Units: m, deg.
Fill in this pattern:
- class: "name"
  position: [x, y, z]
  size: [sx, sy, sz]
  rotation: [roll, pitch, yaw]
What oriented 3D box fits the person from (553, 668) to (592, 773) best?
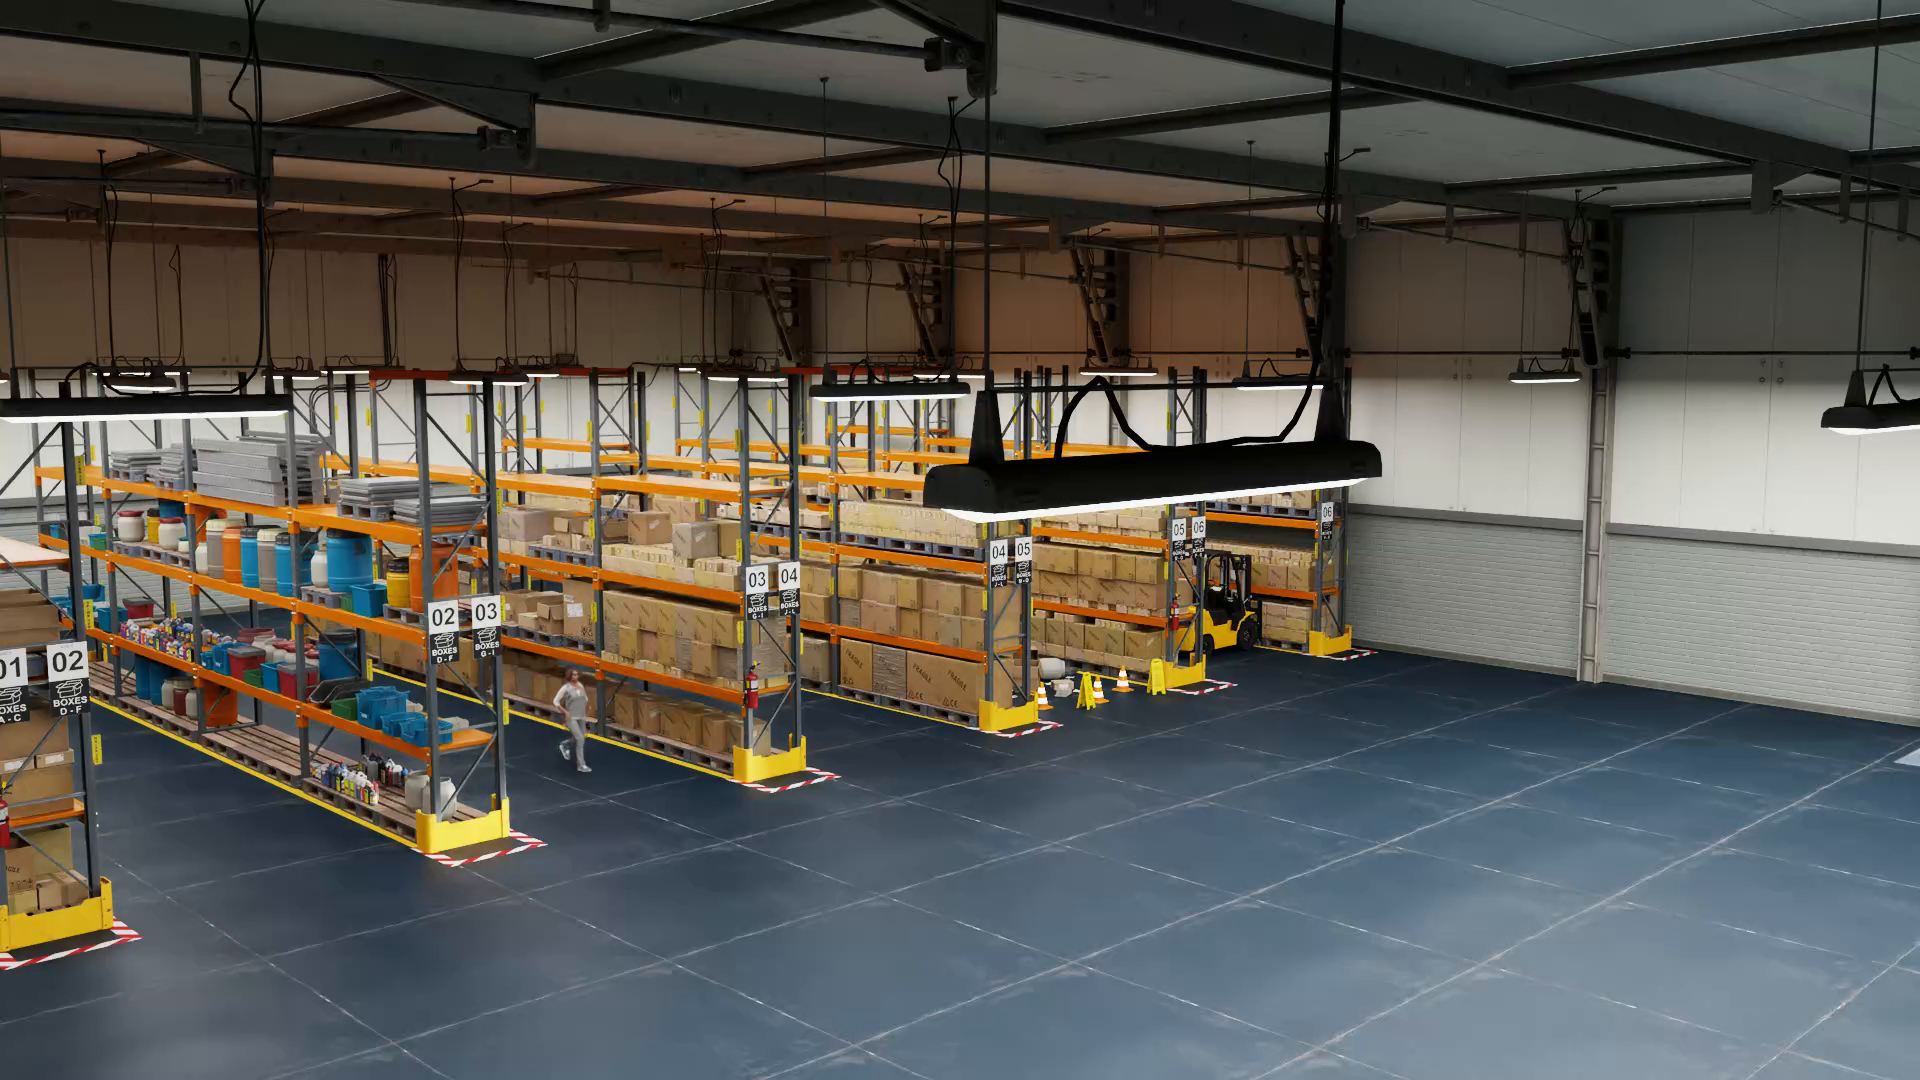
- class: "person"
  position: [-5.870, 2.720, 25.209]
  size: [0.768, 1.546, 0.547]
  rotation: [5, 8, 37]
